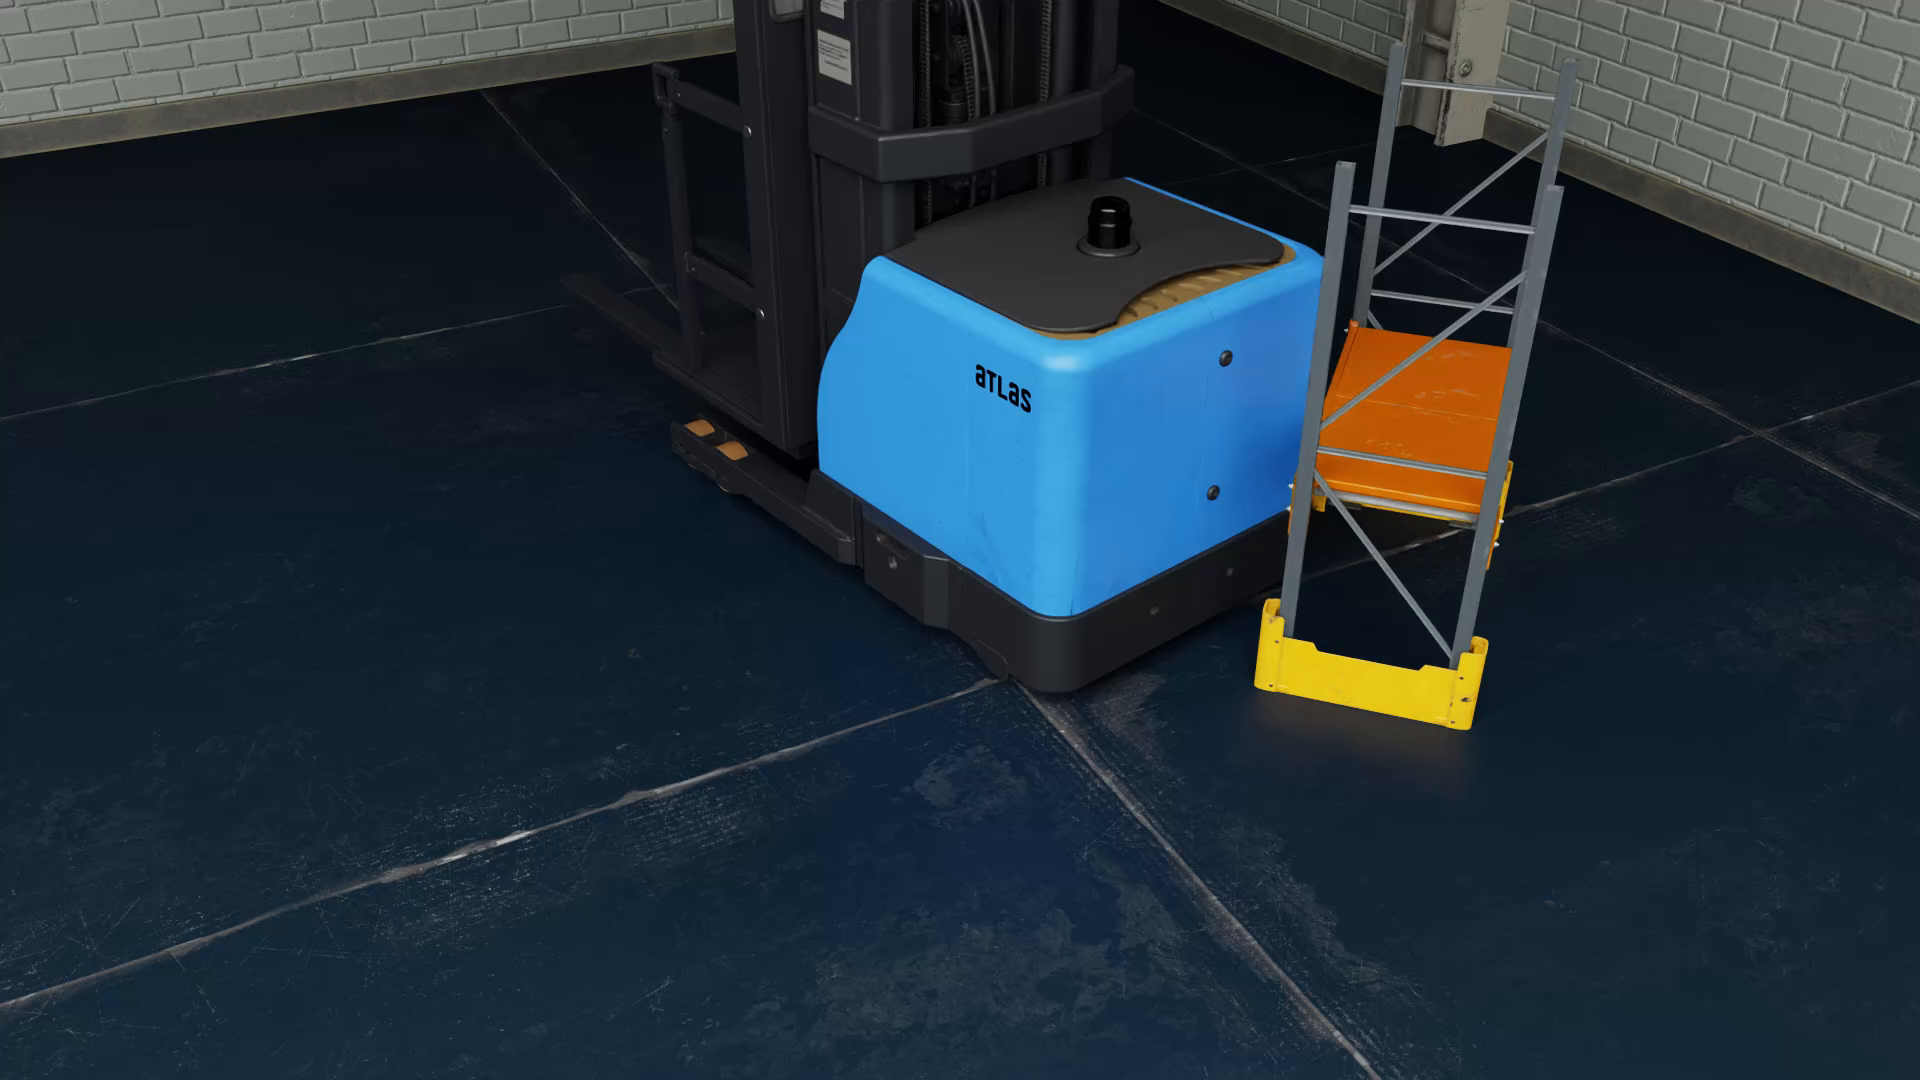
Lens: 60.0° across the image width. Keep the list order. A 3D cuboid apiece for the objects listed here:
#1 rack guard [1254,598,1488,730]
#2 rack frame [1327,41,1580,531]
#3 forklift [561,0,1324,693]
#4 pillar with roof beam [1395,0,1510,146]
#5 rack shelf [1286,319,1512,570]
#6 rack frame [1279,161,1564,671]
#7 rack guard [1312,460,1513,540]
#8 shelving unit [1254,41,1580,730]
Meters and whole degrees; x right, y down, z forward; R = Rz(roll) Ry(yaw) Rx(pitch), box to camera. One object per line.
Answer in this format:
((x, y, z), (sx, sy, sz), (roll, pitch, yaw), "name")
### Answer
((1.103, 0.334, 4.497), (0.587, 0.250, 0.087), (11, 34, 16), "rack guard")
((1.438, -0.709, 4.967), (0.500, 1.500, 0.032), (11, 34, 16), "rack frame")
((-0.319, -1.547, 4.947), (1.130, 2.935, 3.031), (-24, 40, -33), "forklift")
((-1.360, -4.808, 4.413), (9.100, 9.000, 0.400), (-16, 36, -23), "pillar with roof beam")
((1.270, -0.299, 4.659), (0.538, 0.185, 1.000), (11, 34, 16), "rack shelf")
((1.102, -0.191, 4.158), (0.500, 1.500, 0.032), (11, 34, 16), "rack frame")
((1.431, -0.173, 5.288), (0.587, 0.250, 0.087), (11, 34, 16), "rack guard")
((1.267, -0.446, 4.555), (0.587, 1.500, 1.083), (11, 34, 16), "shelving unit")
